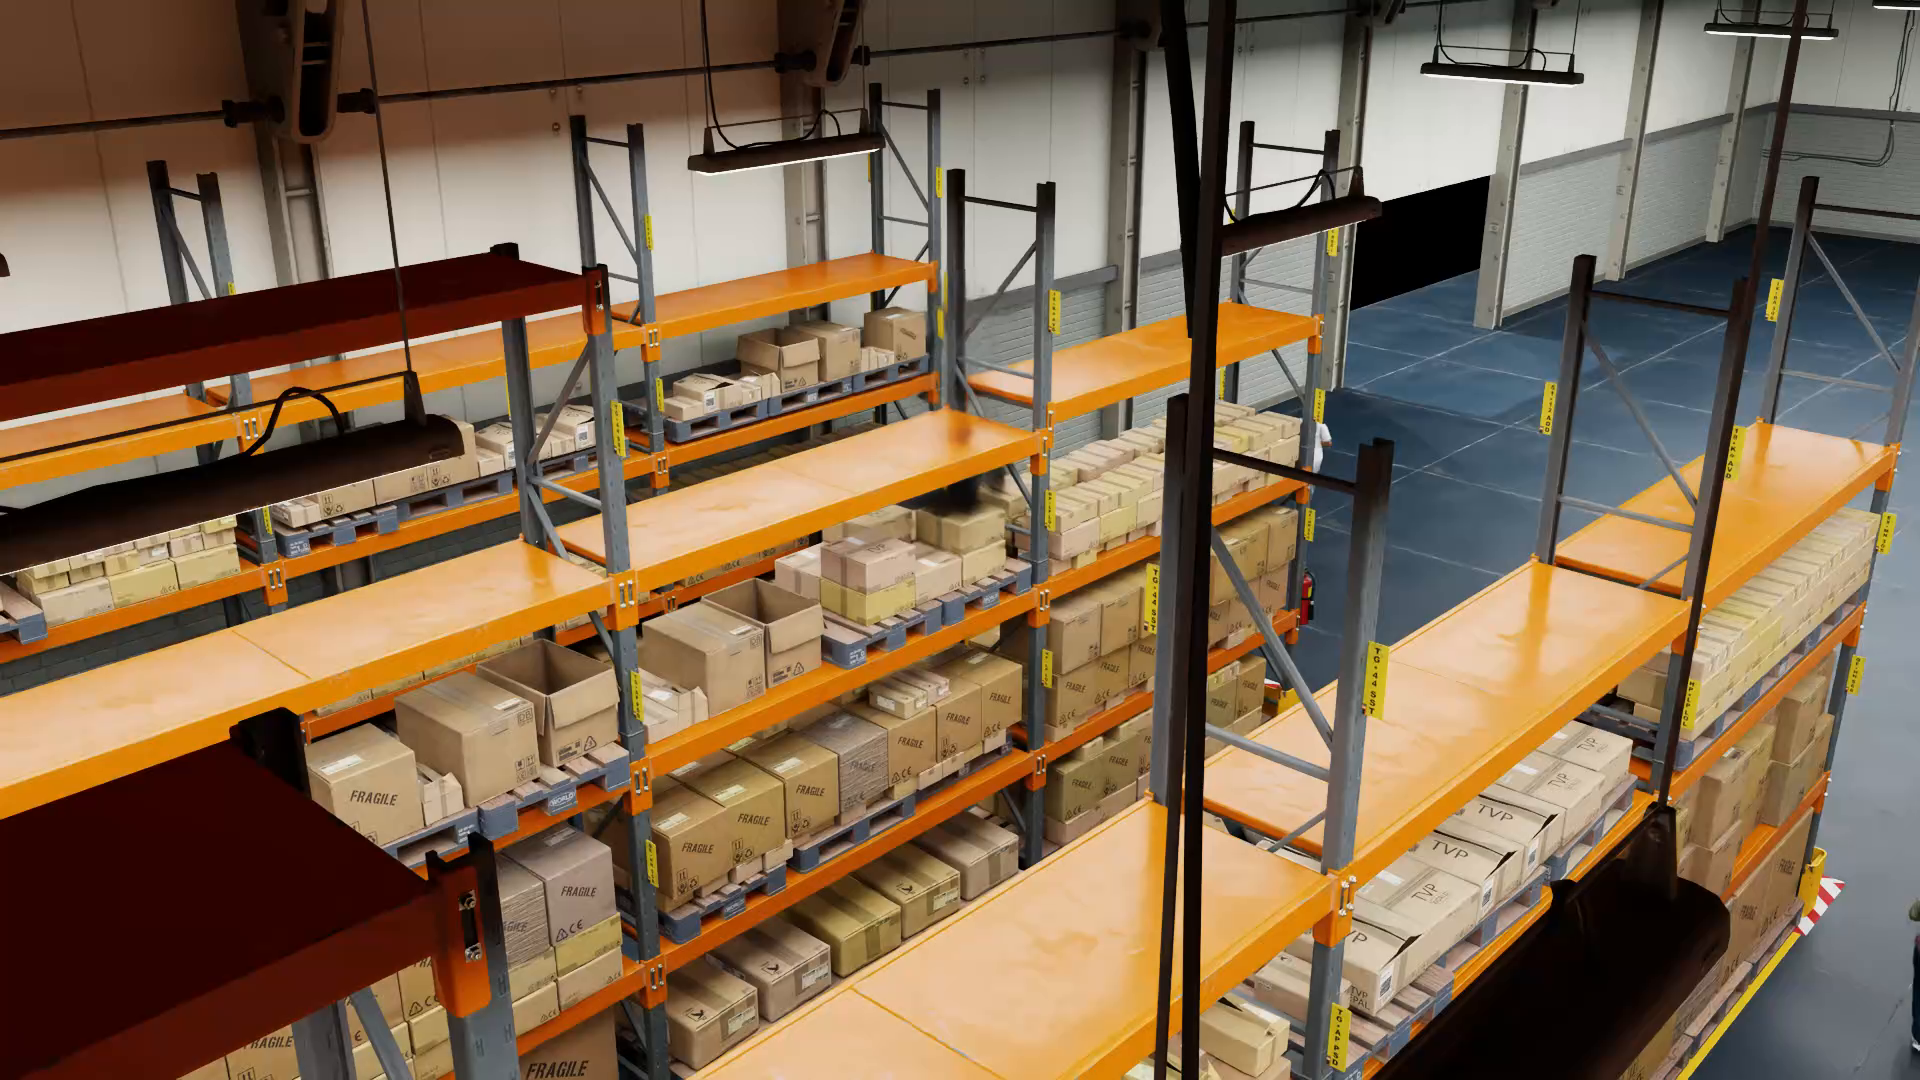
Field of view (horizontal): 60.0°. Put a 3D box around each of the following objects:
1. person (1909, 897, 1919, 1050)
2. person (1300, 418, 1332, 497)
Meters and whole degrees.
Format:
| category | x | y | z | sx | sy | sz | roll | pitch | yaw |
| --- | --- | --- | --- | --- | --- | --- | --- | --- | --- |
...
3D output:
| category | x | y | z | sx | sy | sz | roll | pitch | yaw |
| --- | --- | --- | --- | --- | --- | --- | --- | --- | --- |
| person | 7.206 | 2.979 | 12.182 | 0.532 | 1.560 | 0.541 | 10 | 24 | 25 |
| person | 4.658 | -1.023 | 22.386 | 0.628 | 1.684 | 0.980 | 7 | 22 | 17 |
